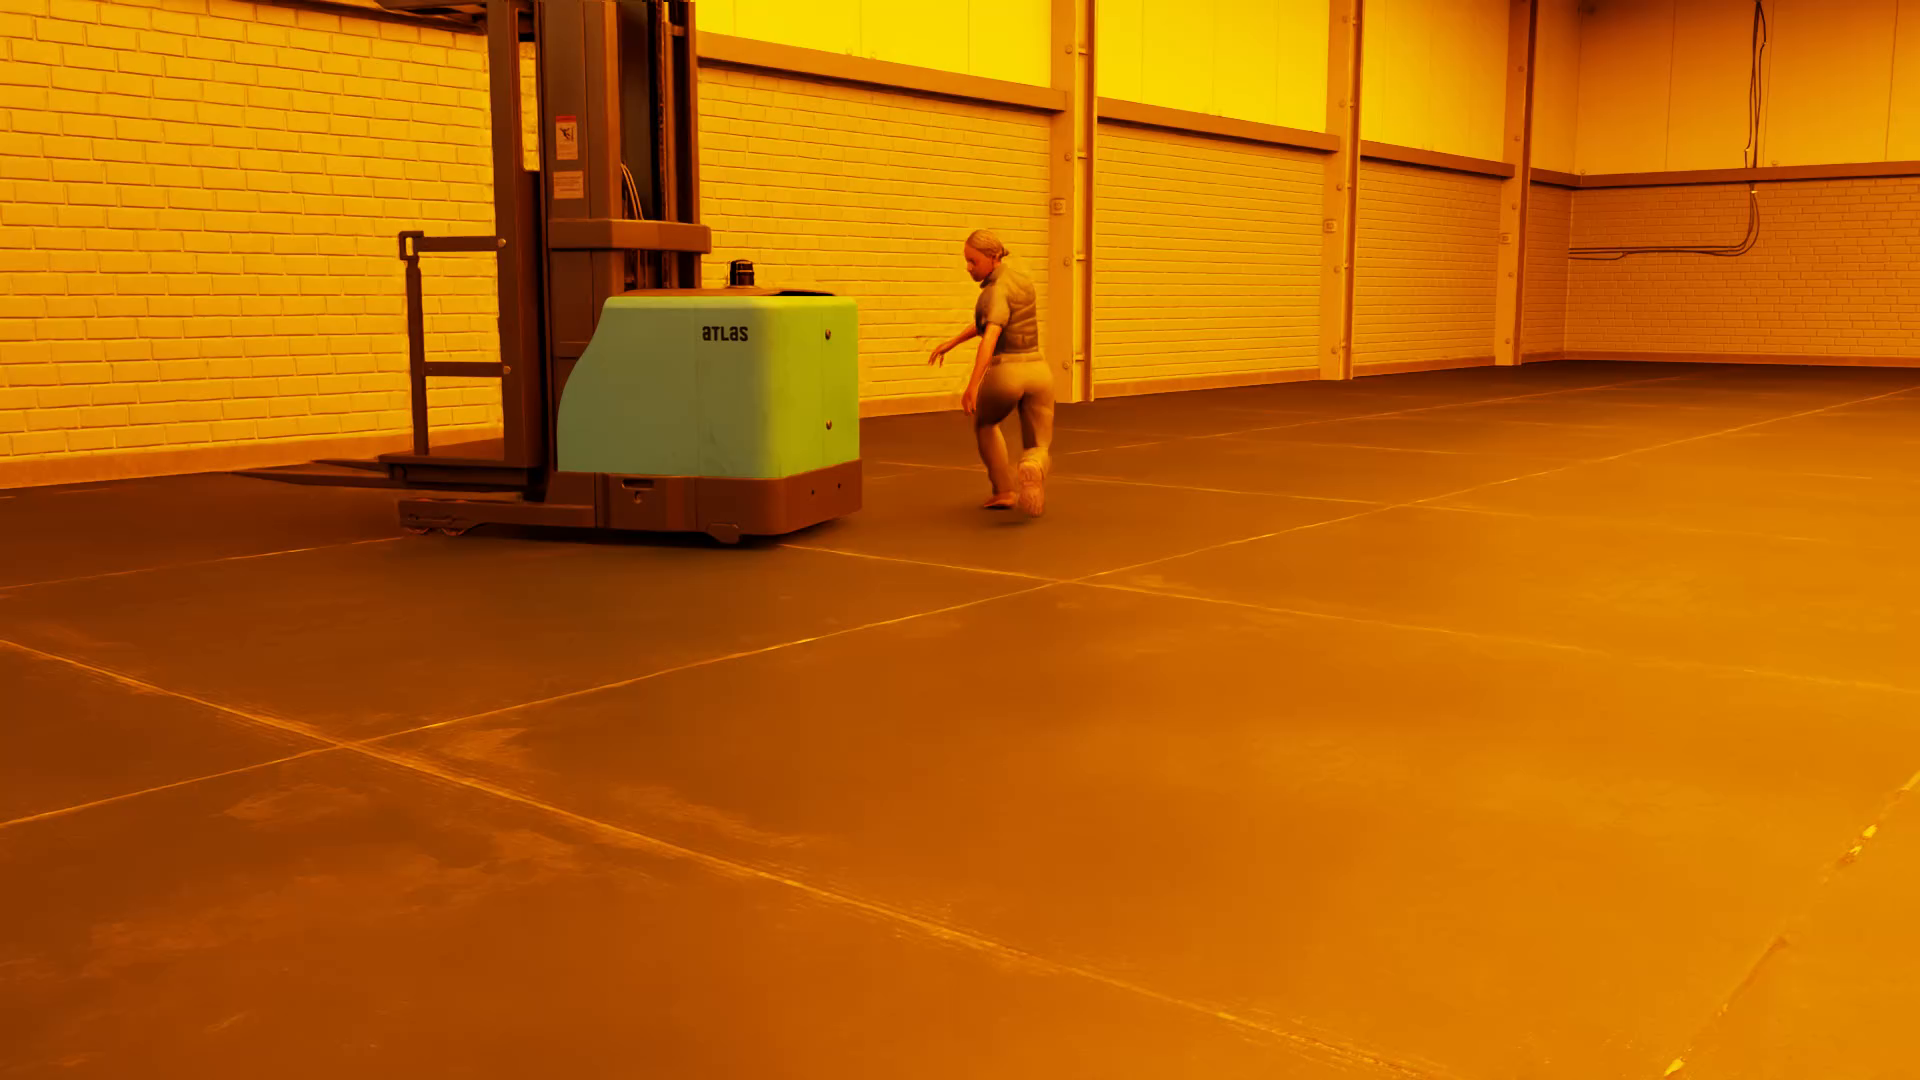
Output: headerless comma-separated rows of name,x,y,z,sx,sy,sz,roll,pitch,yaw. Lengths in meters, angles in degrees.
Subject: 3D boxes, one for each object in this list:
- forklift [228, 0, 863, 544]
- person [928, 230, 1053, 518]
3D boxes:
forklift,-2.038,-1.536,7.778,3.031,2.935,1.130,3,9,18
person,0.200,-0.811,8.243,0.592,1.435,0.862,-4,9,-23
